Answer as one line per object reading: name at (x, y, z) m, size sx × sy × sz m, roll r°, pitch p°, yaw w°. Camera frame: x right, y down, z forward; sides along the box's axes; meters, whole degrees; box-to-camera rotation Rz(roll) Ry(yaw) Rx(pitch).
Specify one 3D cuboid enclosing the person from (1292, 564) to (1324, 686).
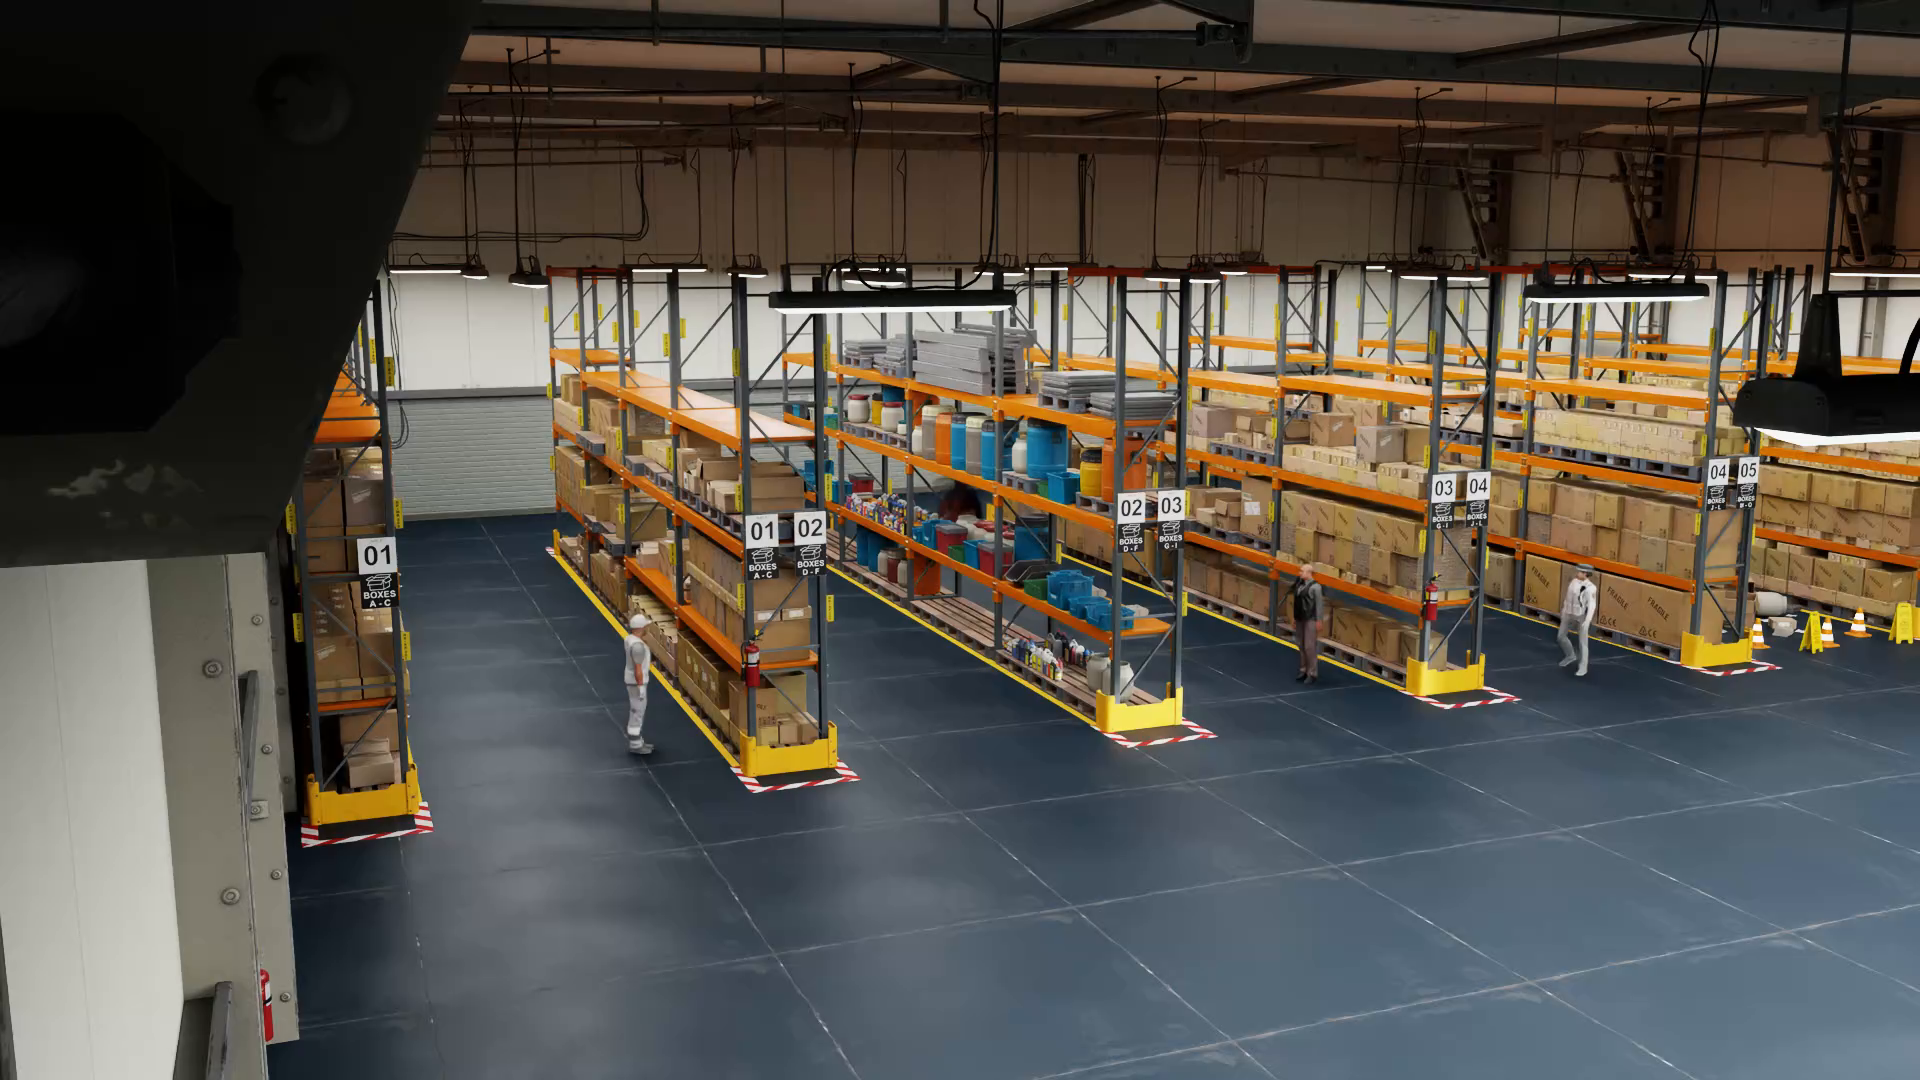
person at (5.133, 1.236, 24.635) m, size 0.413 × 1.750 × 0.653 m, roll -4°, pitch 11°, yaw -21°

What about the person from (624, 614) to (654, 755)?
person at (-4.068, 1.815, 21.046) m, size 0.364 × 1.794 × 0.578 m, roll -2°, pitch 10°, yaw -11°

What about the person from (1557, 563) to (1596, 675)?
person at (9.317, 1.162, 25.113) m, size 0.454 × 1.677 × 0.575 m, roll -8°, pitch 13°, yaw -39°

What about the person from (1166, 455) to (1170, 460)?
person at (4.810, -1.180, 38.729) m, size 0.462 × 1.614 × 0.986 m, roll -4°, pitch 11°, yaw -21°
